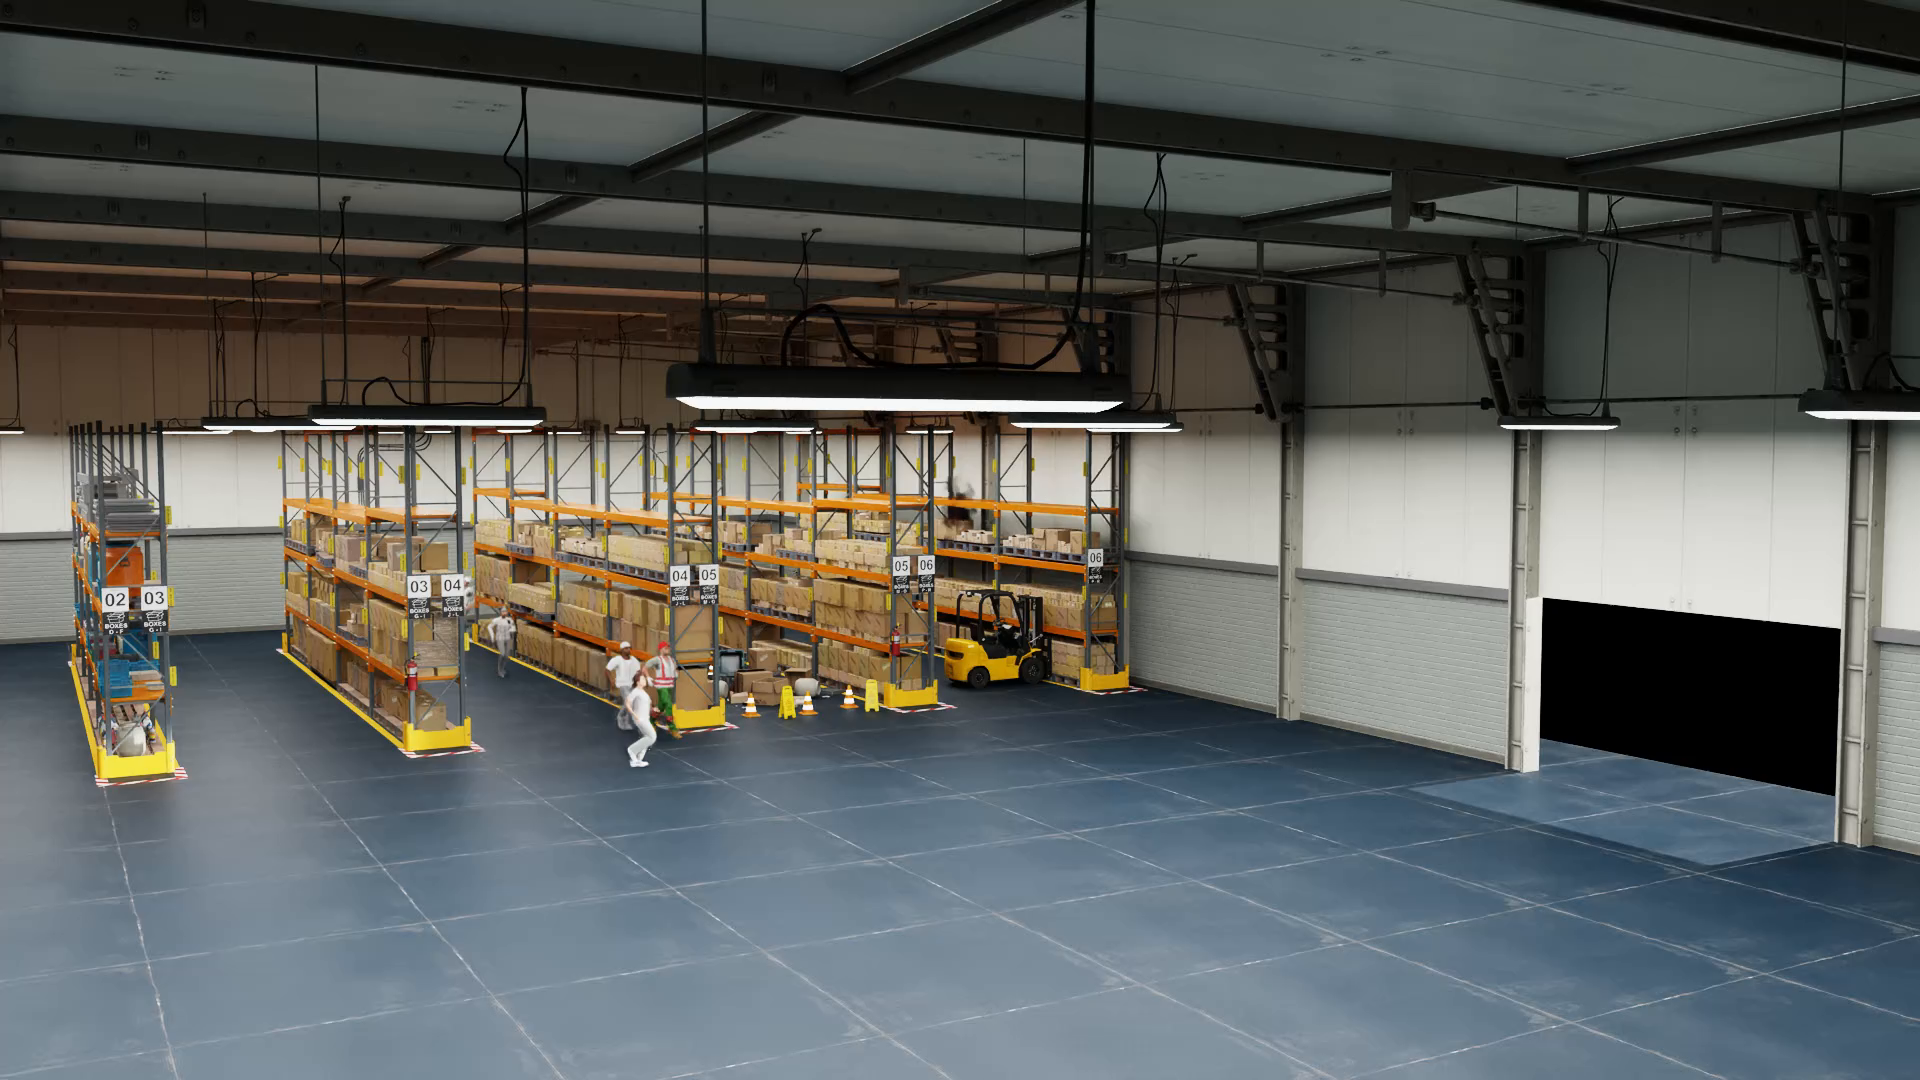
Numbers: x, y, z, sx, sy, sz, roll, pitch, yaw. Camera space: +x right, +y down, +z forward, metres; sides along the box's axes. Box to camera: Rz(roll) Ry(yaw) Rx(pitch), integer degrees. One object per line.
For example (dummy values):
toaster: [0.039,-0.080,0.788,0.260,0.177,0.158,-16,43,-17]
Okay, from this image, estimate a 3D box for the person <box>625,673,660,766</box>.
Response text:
person: [-5.489,3.122,28.864,0.545,1.624,0.565,0,4,5]

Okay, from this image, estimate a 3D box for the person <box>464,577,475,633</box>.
person: [-14.152,1.917,47.432,0.717,1.735,0.936,3,4,37]

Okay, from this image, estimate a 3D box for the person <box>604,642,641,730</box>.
person: [-6.486,2.845,32.407,0.683,1.719,0.610,-3,5,-42]

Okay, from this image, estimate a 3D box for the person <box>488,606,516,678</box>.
person: [-10.901,2.427,39.722,0.580,1.727,0.696,-2,4,-34]

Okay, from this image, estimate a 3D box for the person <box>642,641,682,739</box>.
person: [-5.640,2.850,31.810,0.914,1.813,0.738,2,4,25]
